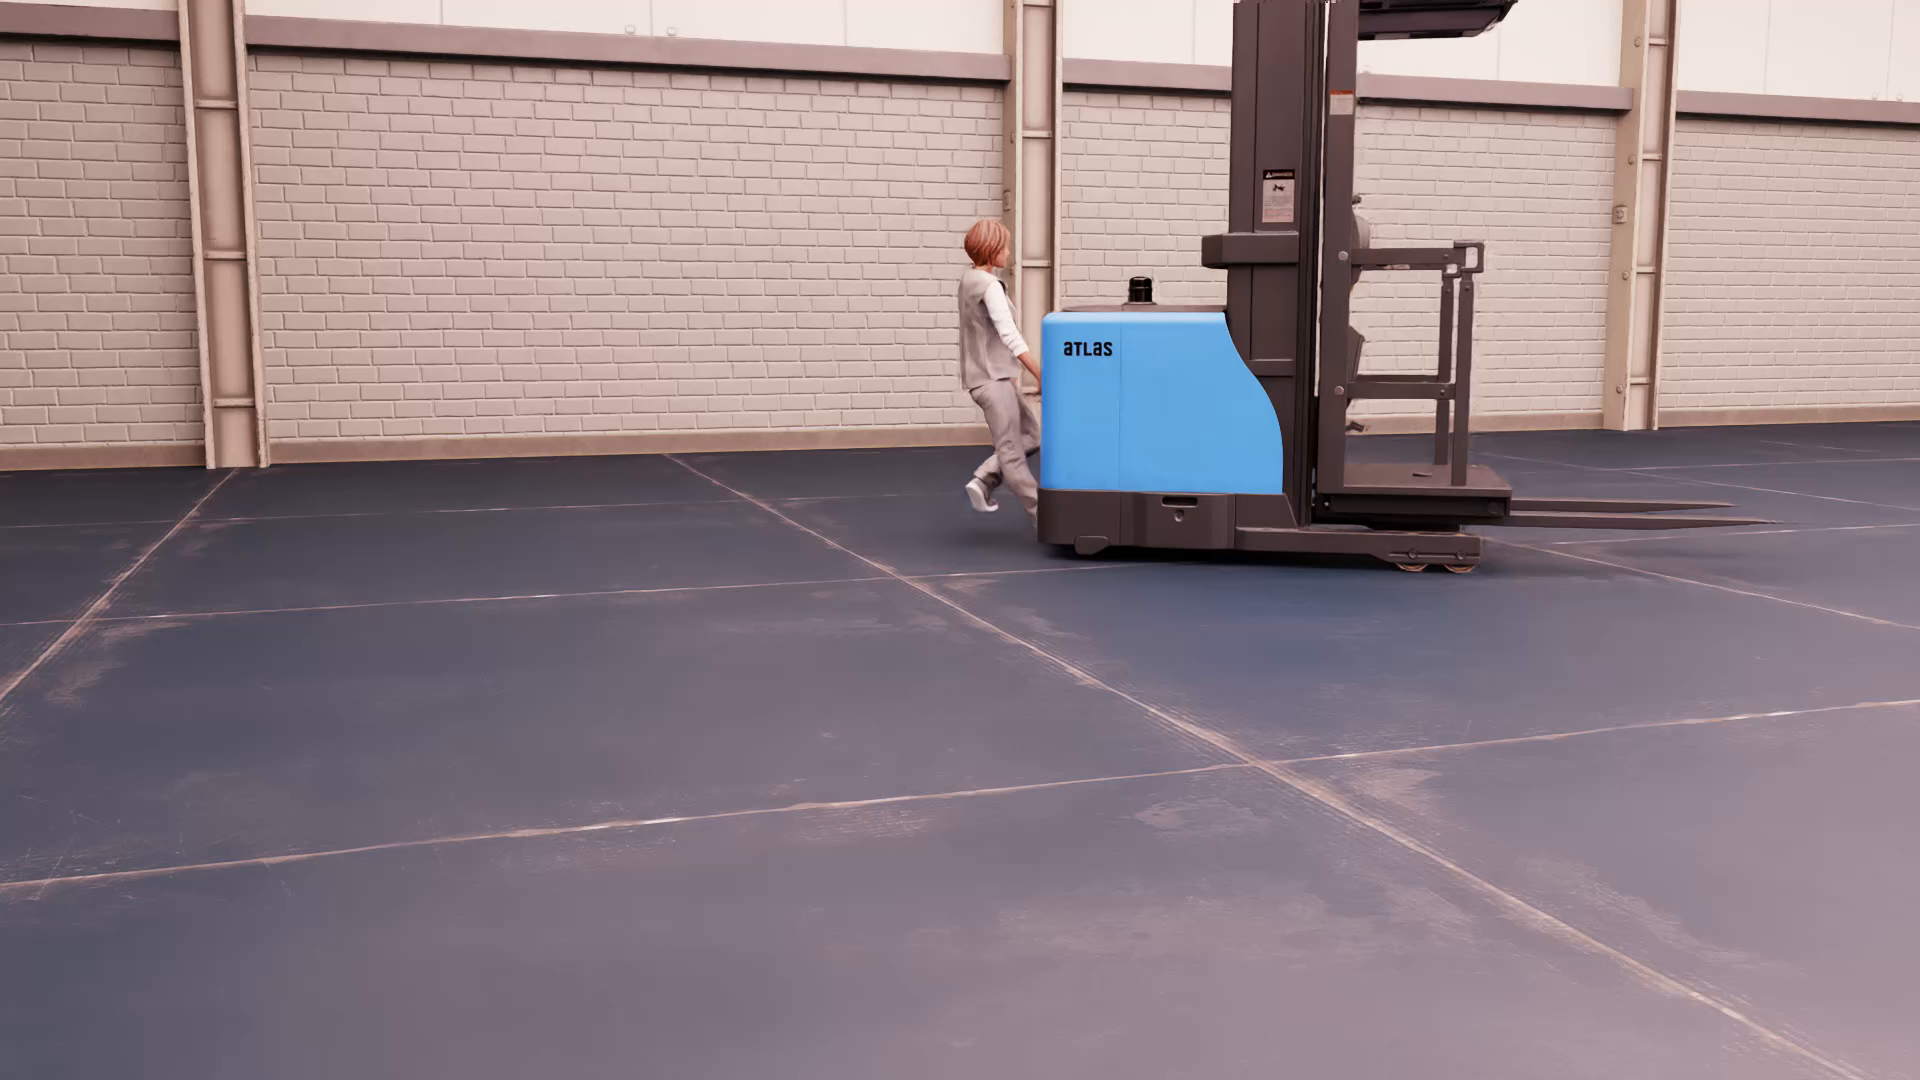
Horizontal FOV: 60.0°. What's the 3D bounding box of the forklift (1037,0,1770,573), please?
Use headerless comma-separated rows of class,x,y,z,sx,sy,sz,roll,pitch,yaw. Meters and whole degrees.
forklift,1.912,-1.392,7.285,3.031,2.935,1.130,2,8,12

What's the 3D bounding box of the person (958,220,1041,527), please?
person,0.317,-0.786,8.024,0.634,1.496,0.608,-1,8,-6
